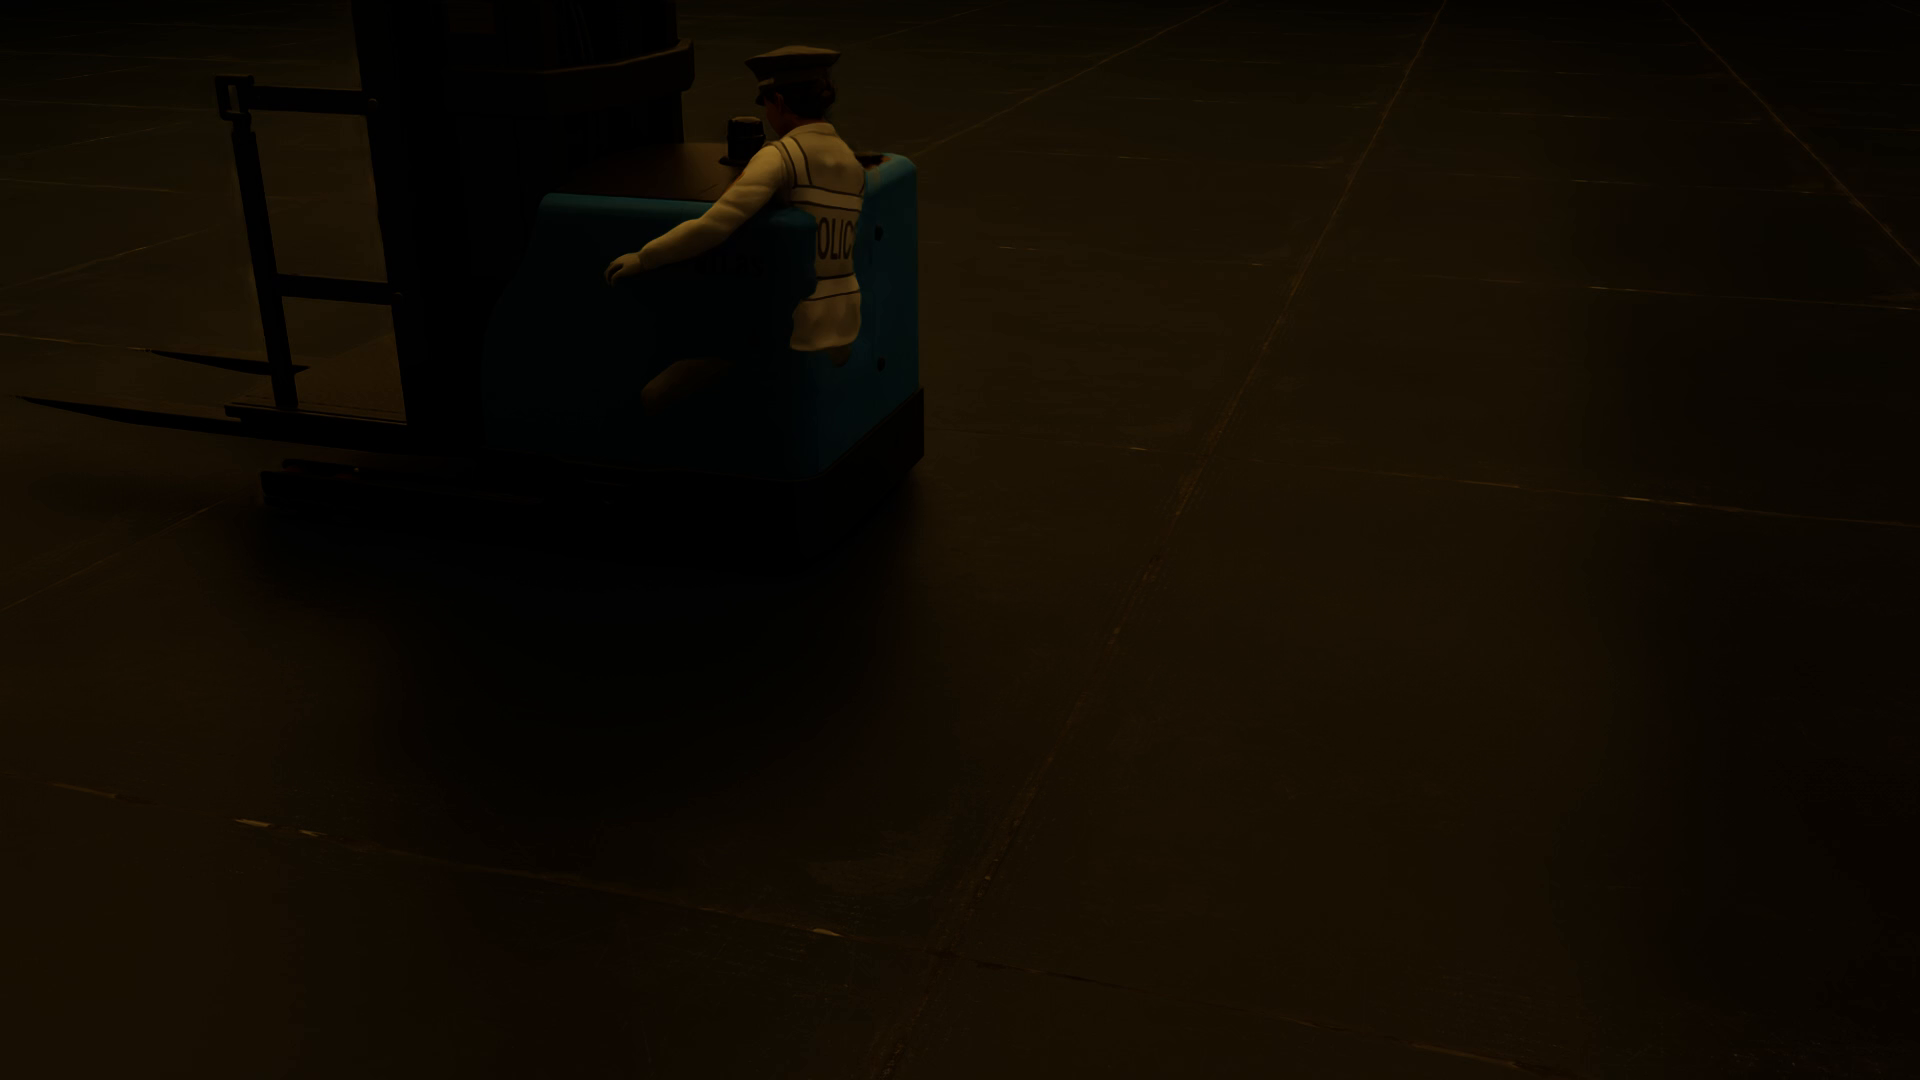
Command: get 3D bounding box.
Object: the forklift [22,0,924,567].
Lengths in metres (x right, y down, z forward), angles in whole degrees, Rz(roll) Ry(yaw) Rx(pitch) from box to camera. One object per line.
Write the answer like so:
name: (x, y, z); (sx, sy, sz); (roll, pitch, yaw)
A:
forklift: (-1.697, -1.590, 5.130); (3.031, 2.935, 1.130); (7, 23, 16)

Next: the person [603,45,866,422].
person: (-0.601, -0.697, 4.878); (0.705, 1.463, 0.857); (16, 27, 34)
